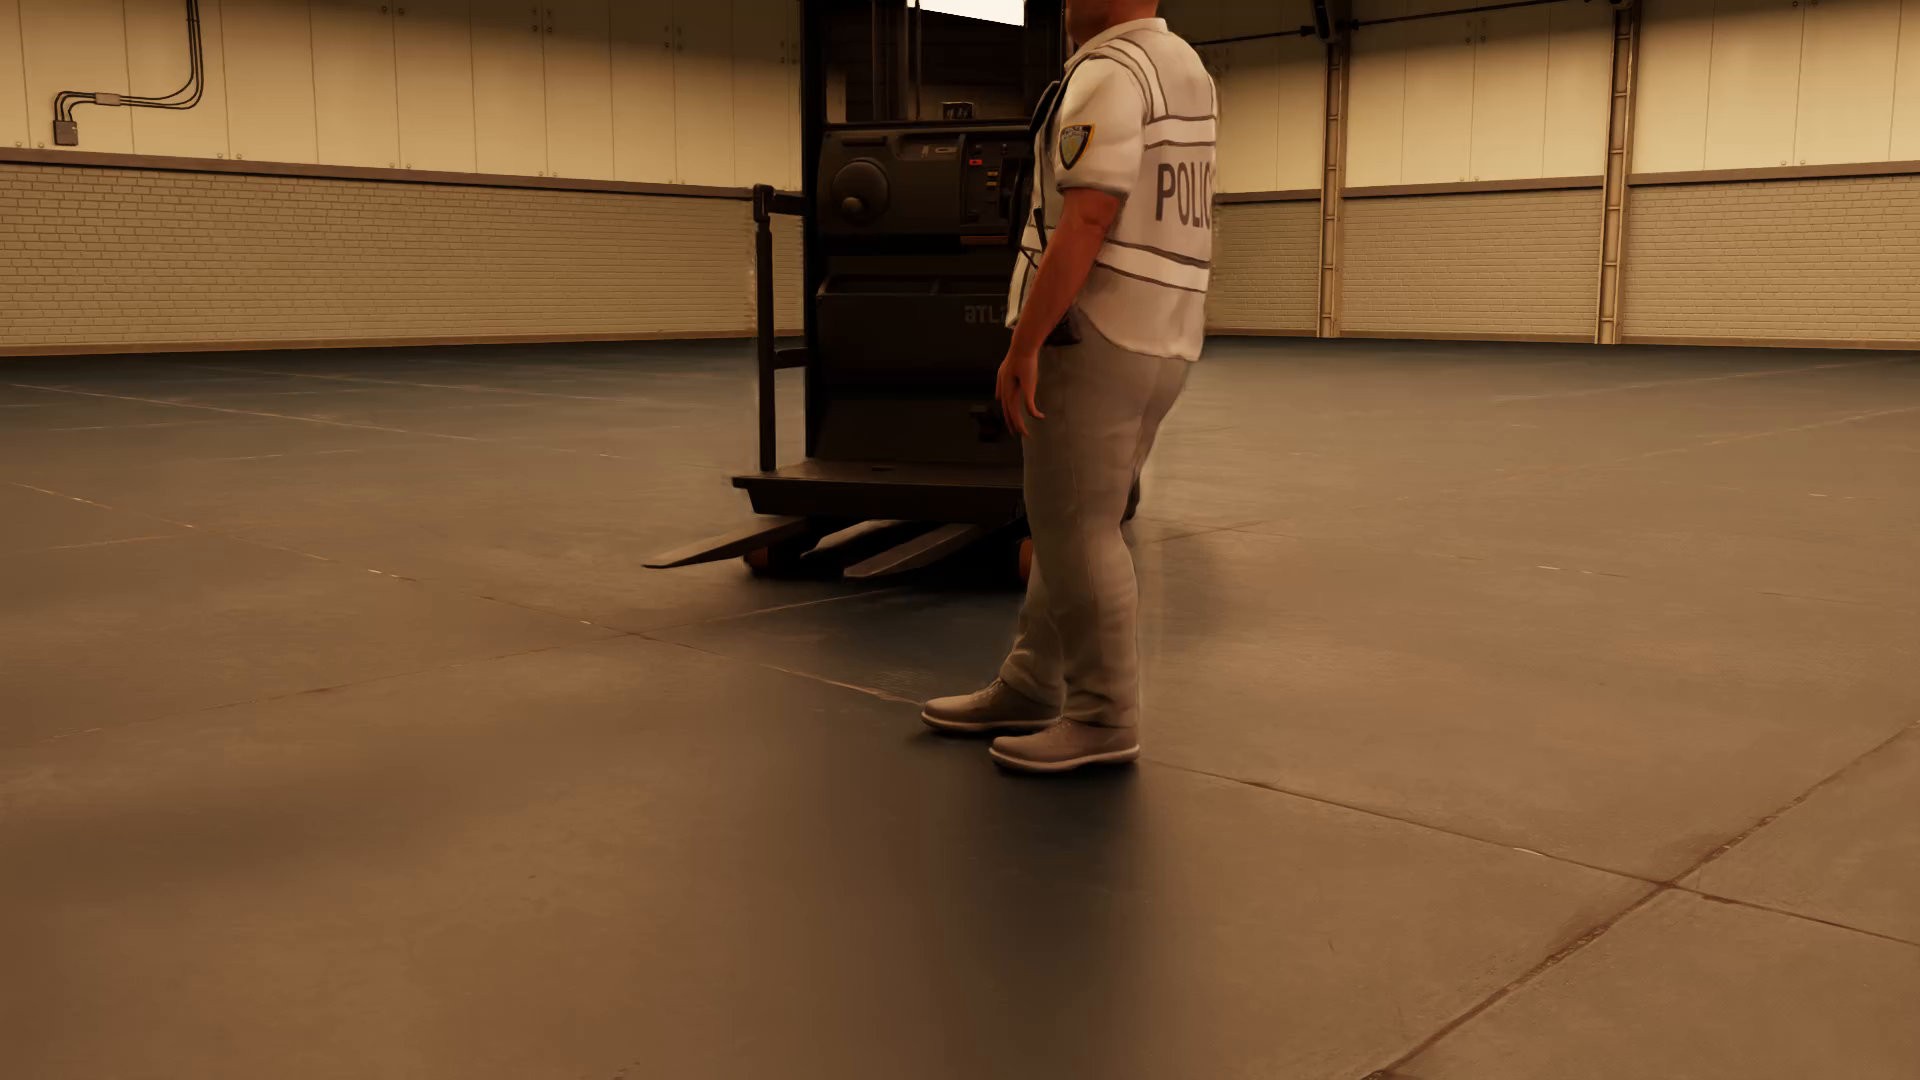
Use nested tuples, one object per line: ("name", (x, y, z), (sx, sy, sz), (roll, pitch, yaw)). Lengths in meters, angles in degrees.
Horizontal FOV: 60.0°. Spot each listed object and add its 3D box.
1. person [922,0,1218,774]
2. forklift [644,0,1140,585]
("person", (0.184, -0.414, 3.509), (0.657, 1.776, 0.627), (4, 10, 27))
("forklift", (-0.137, -1.357, 5.884), (1.130, 2.935, 3.031), (3, 9, 17))
